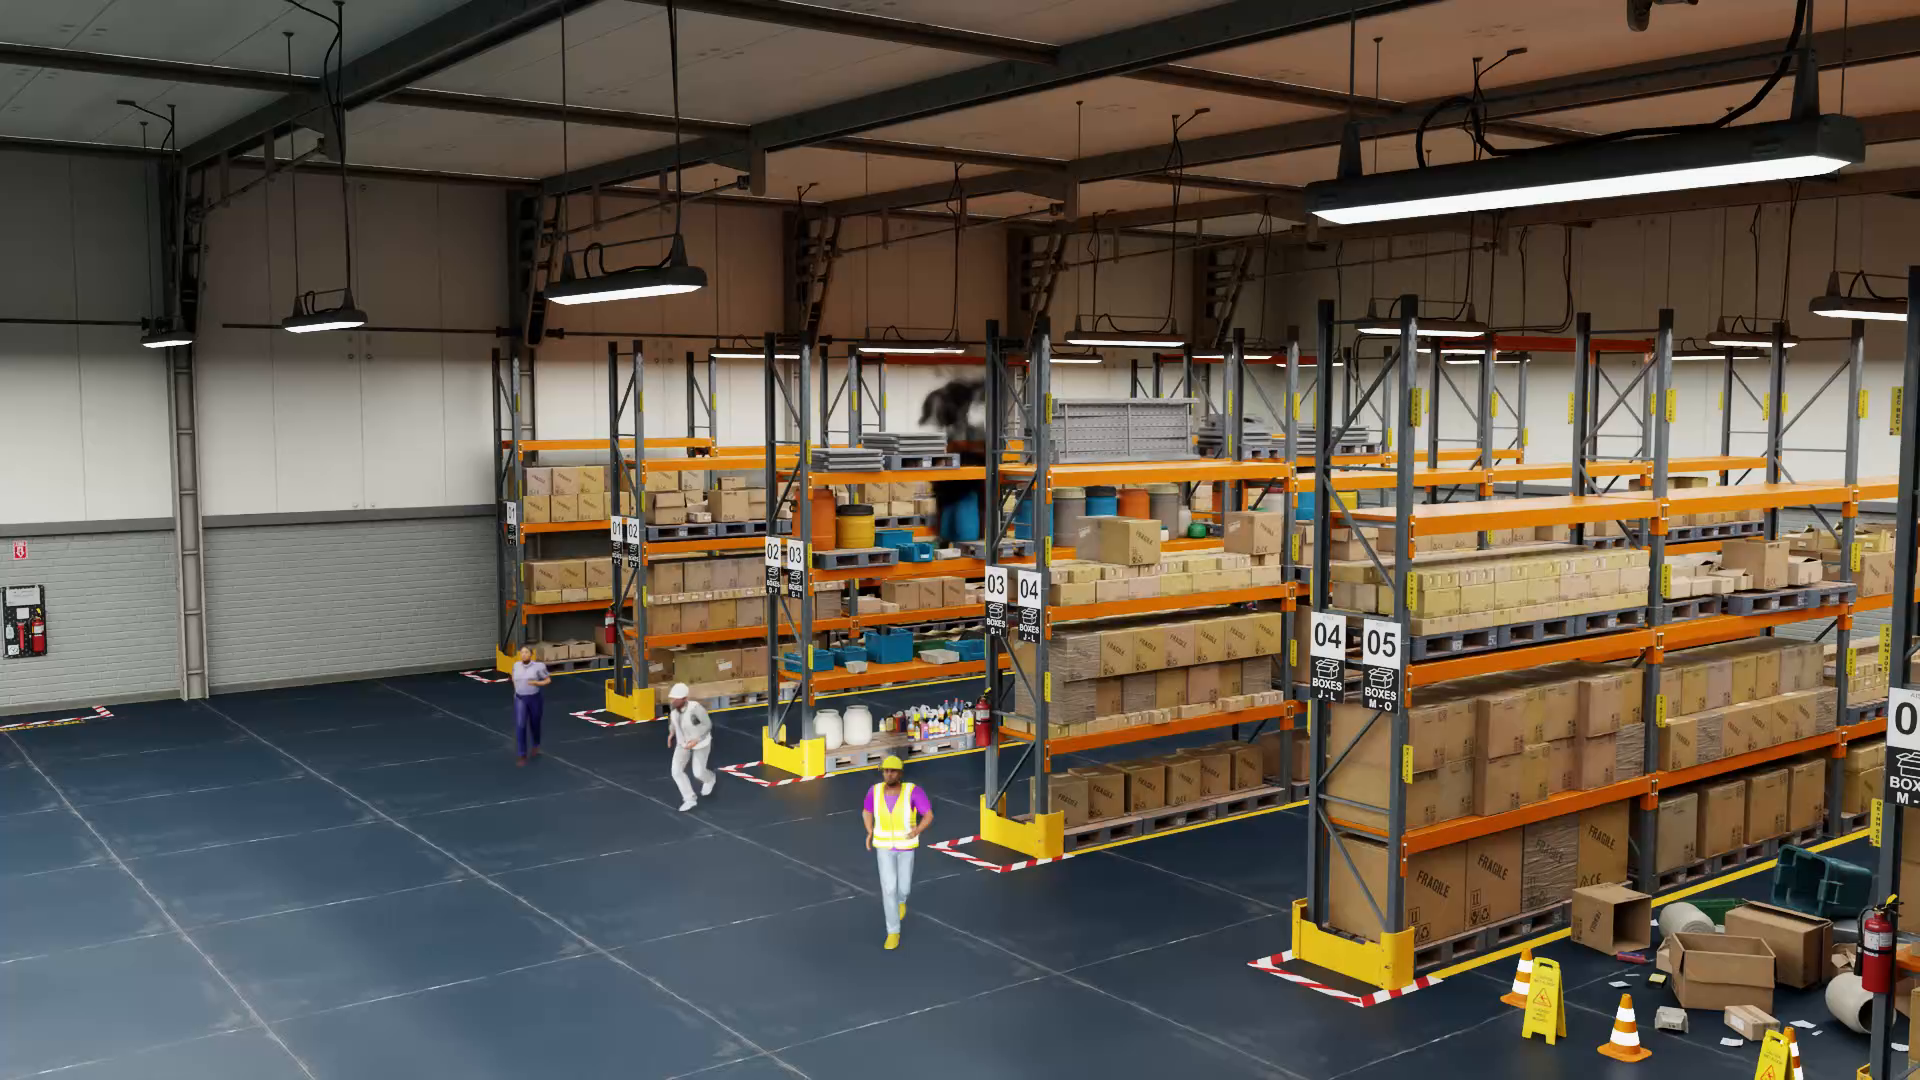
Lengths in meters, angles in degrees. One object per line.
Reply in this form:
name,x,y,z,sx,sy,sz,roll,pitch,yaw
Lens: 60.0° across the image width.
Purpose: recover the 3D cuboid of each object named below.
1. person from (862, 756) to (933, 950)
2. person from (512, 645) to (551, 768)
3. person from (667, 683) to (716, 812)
person,-0.599,2.913,15.796,0.690,1.762,0.823,0,5,4
person,-6.022,2.310,23.350,0.577,1.712,0.760,0,5,-6
person,-3.321,2.537,20.860,0.666,1.621,1.063,2,5,22
